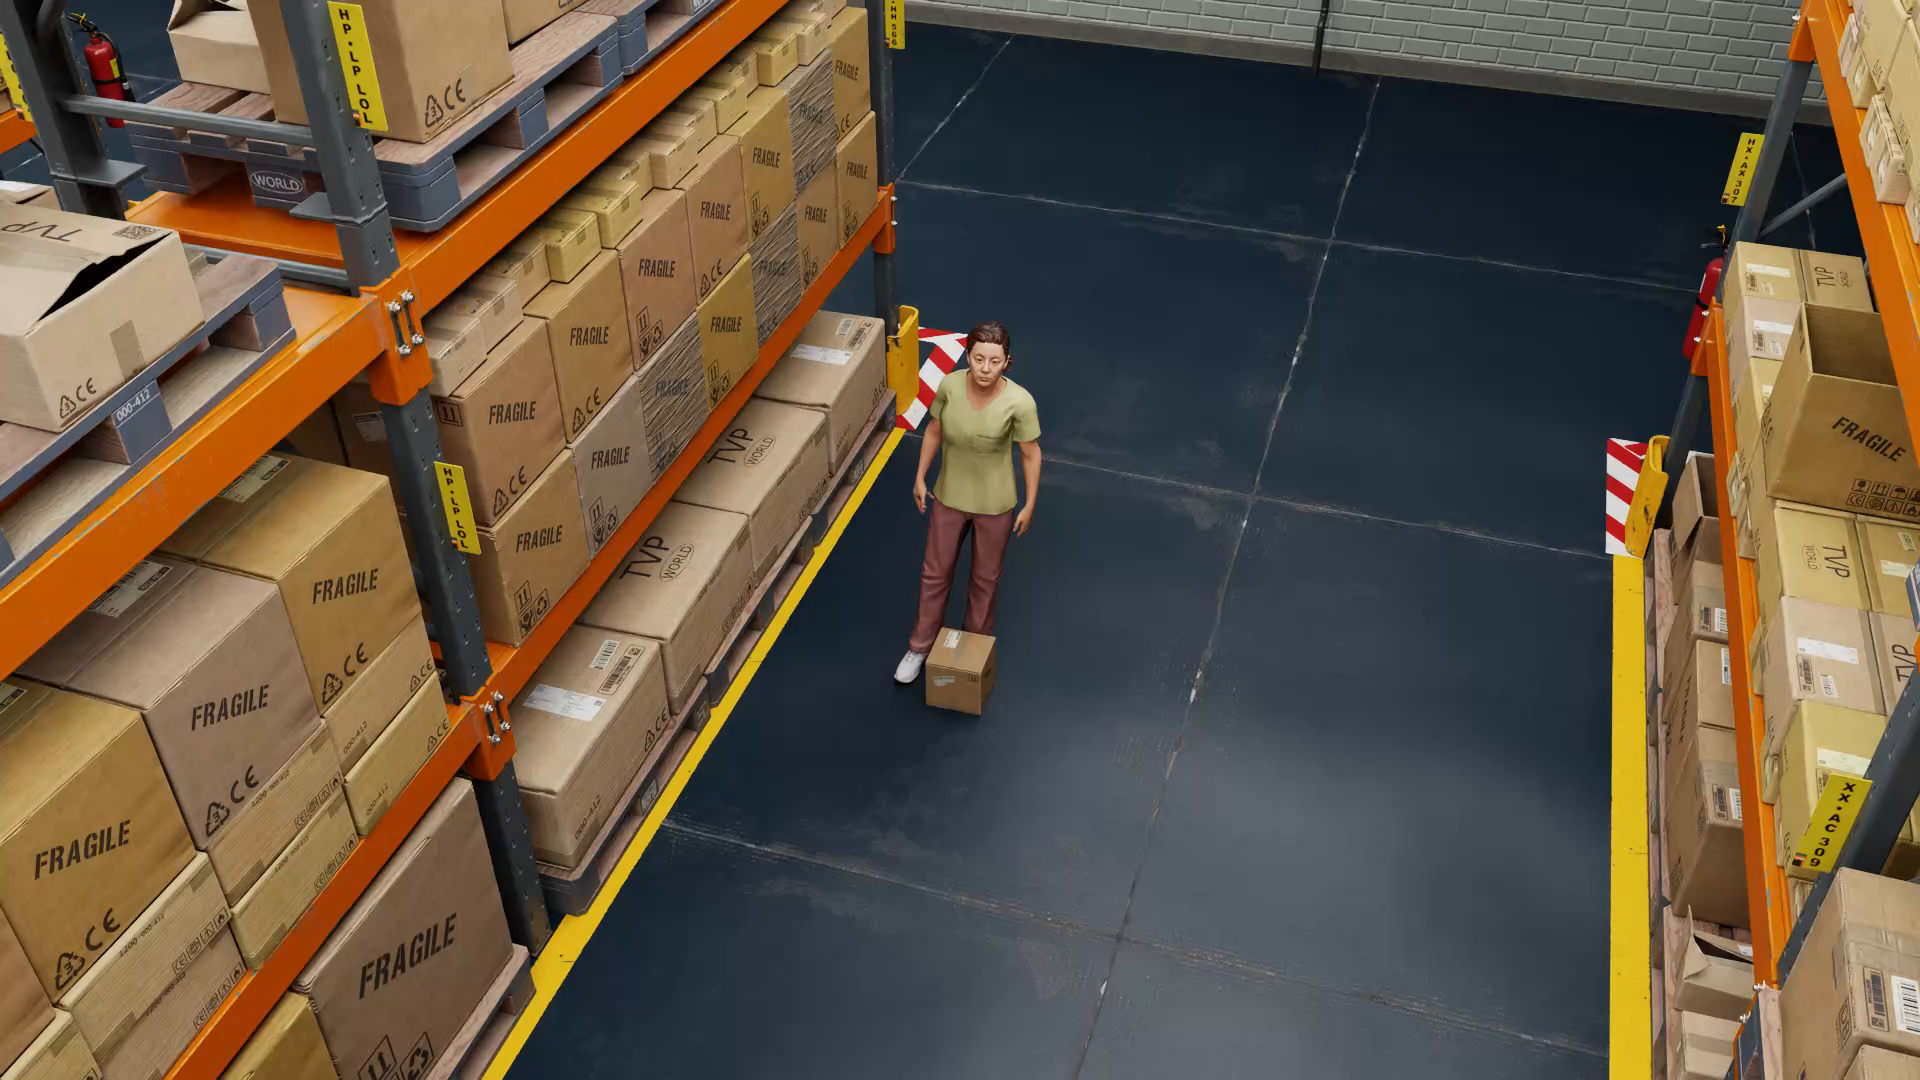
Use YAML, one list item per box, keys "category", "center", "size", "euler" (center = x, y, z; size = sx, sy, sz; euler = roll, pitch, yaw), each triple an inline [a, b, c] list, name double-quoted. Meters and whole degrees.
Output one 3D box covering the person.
- category: "person"
  center: [0.039, -0.129, 7.046]
  size: [0.554, 1.676, 0.549]
  euler: [11, 38, 14]
